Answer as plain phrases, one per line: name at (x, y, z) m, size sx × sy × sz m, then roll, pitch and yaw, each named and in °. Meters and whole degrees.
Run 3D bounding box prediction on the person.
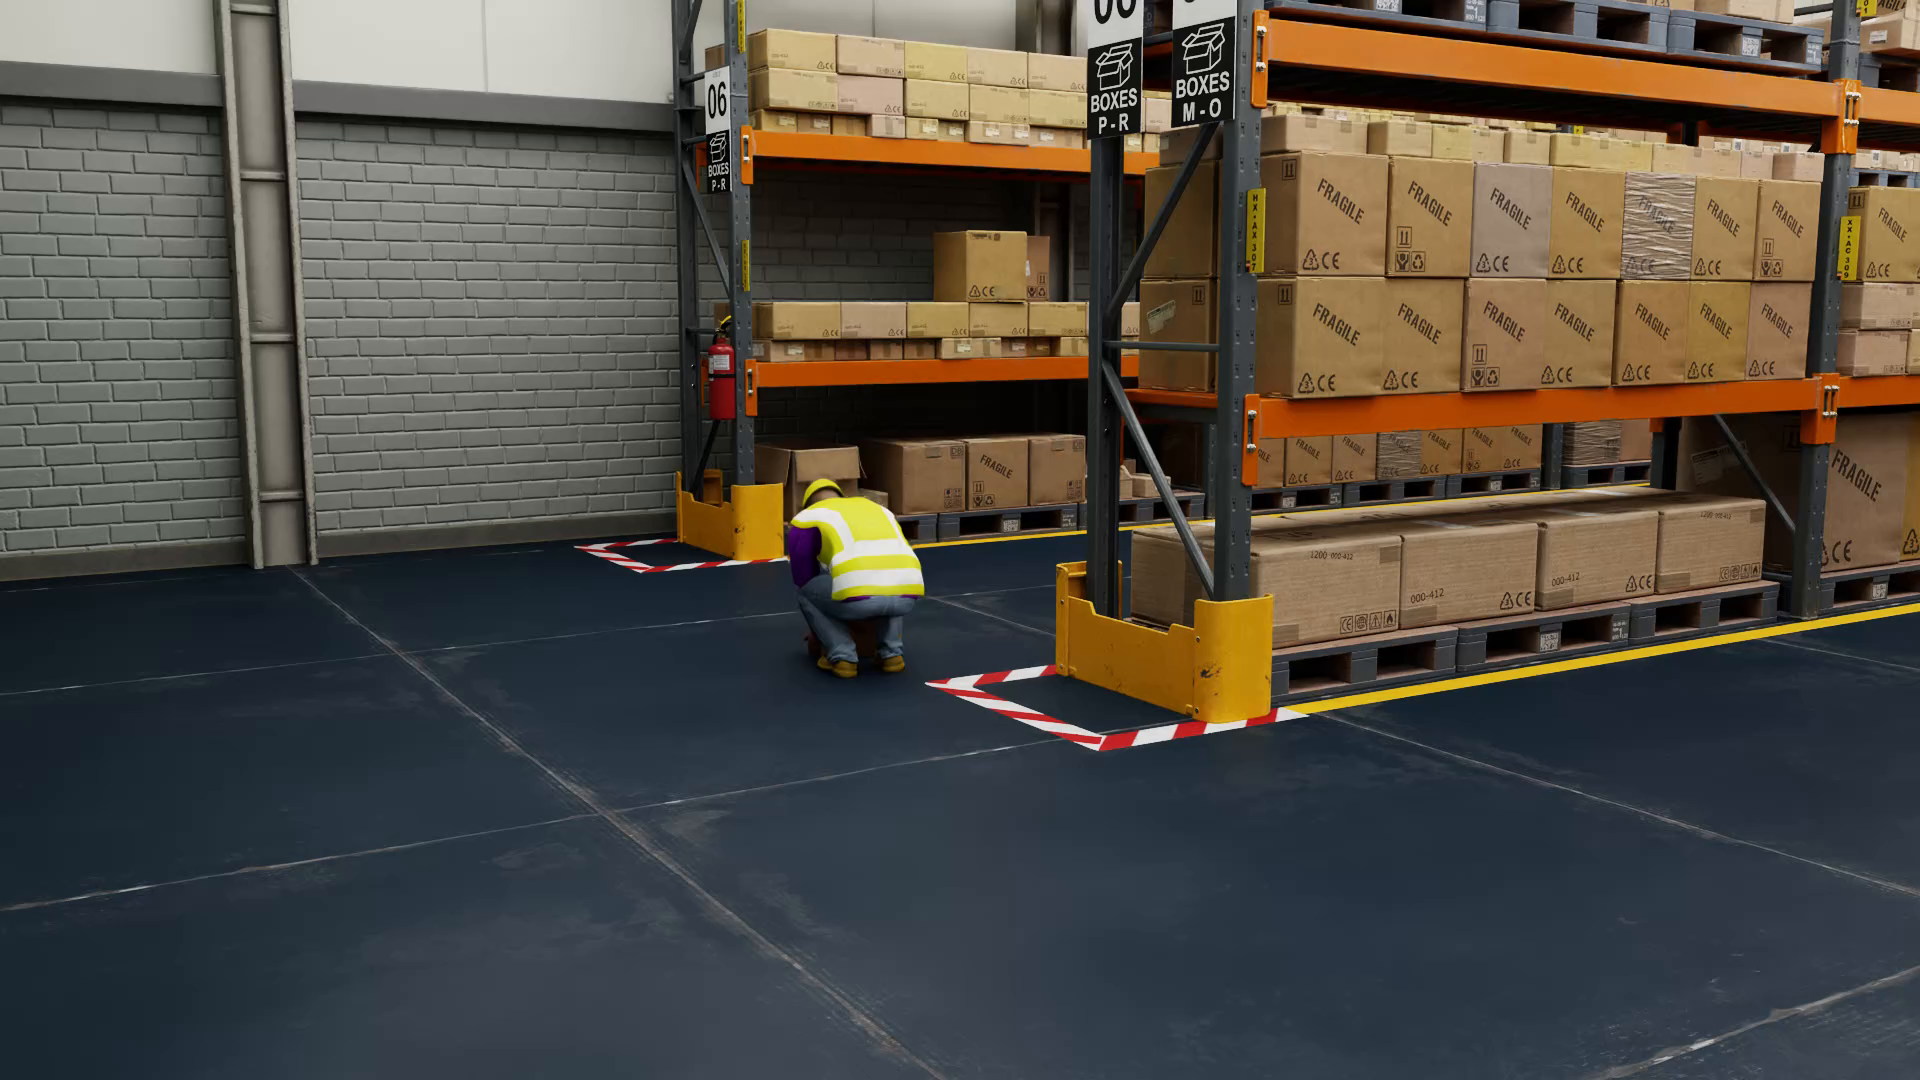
person at (-0.471, -0.274, 7.669) m, size 0.505 × 1.763 × 0.568 m, roll -3°, pitch 9°, yaw -20°
